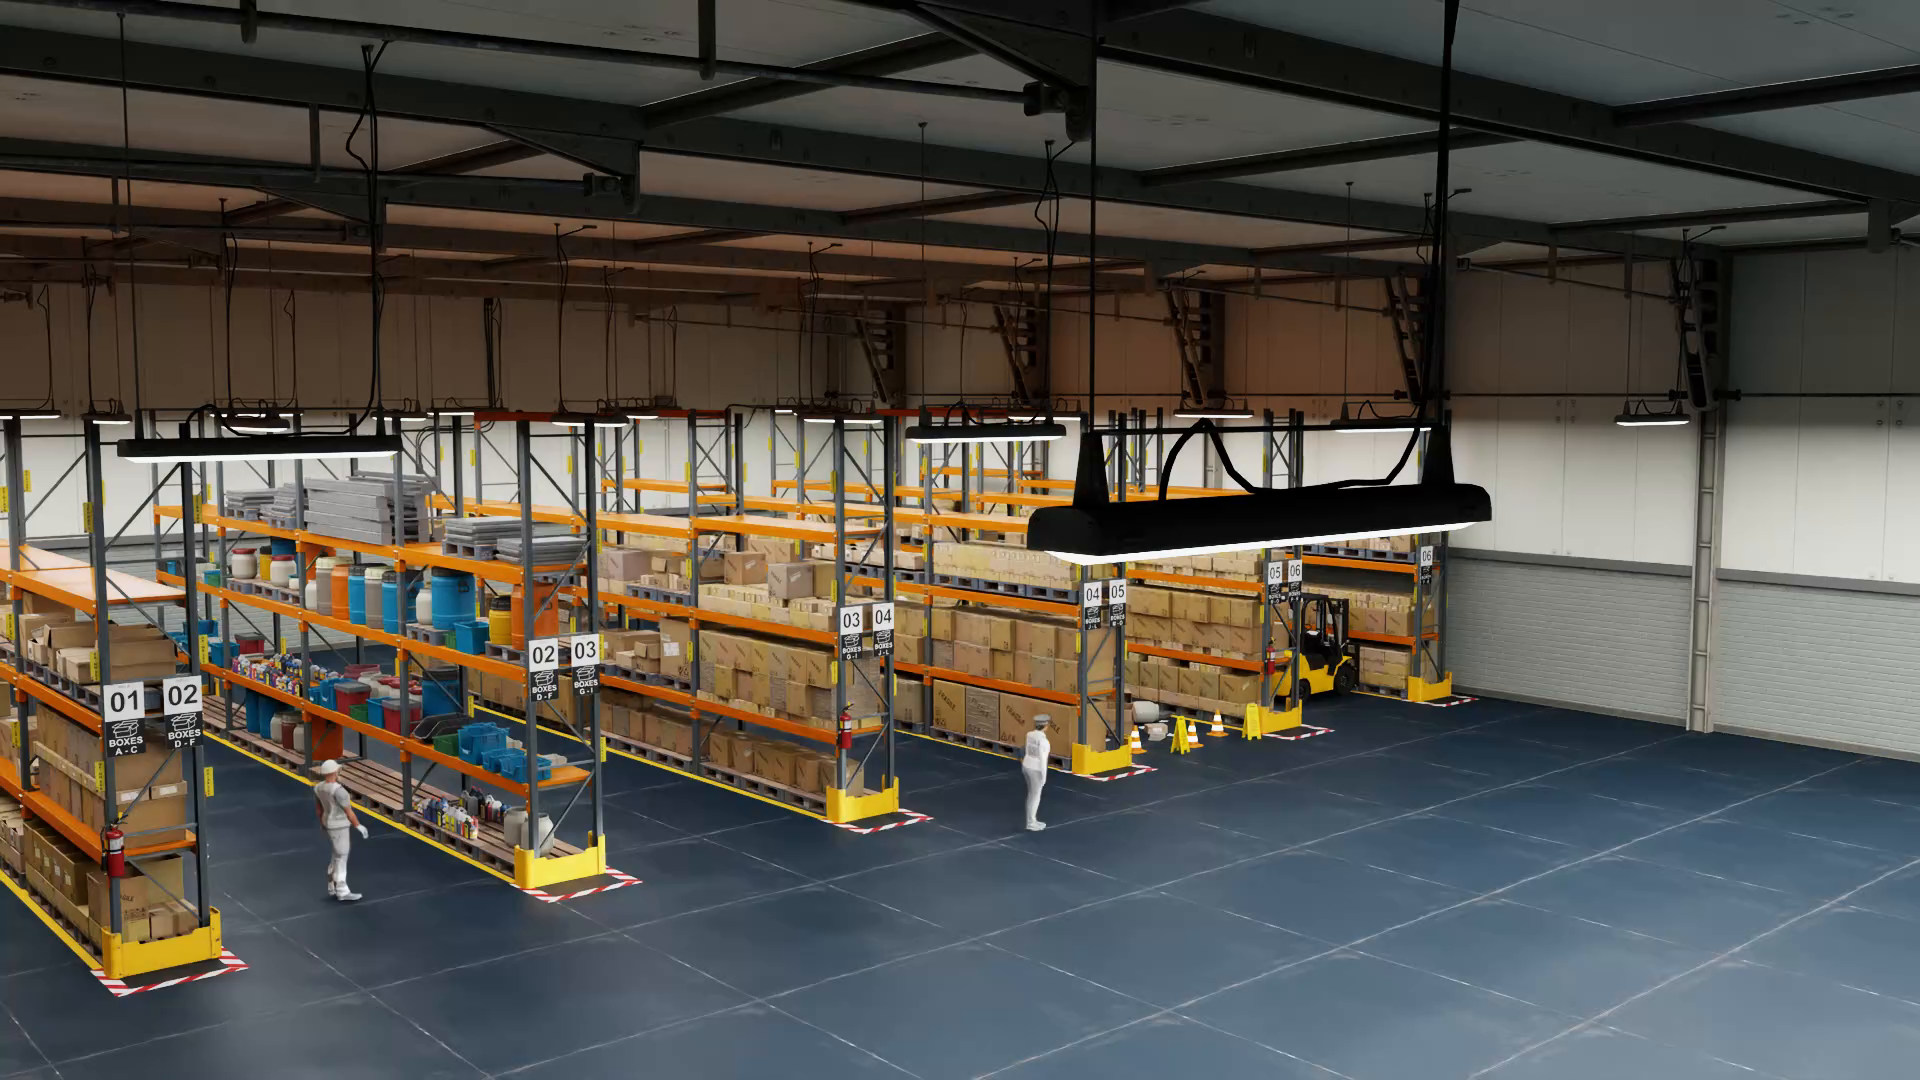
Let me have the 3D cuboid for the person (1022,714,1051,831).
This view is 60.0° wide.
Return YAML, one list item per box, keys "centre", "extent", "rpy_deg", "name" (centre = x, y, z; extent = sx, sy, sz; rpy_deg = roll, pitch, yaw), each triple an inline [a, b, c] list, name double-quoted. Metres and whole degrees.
- centre: [1.115, 3.382, 24.210]
  extent: [0.383, 1.673, 0.518]
  rpy_deg: [-2, 6, -25]
  name: "person"

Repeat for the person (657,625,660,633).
- centre: [-6.048, 2.494, 34.333]
  extent: [1.030, 1.638, 0.657]
  rpy_deg: [5, 7, 45]
  name: "person"

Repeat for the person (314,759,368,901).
- centre: [-7.768, 3.635, 20.839]
  extent: [0.568, 1.845, 0.651]
  rpy_deg: [-3, 6, -34]
  name: "person"

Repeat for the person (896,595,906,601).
- centre: [-1.289, 2.064, 35.341]
  extent: [0.655, 1.814, 0.528]
  rpy_deg: [4, 7, 42]
  name: "person"
